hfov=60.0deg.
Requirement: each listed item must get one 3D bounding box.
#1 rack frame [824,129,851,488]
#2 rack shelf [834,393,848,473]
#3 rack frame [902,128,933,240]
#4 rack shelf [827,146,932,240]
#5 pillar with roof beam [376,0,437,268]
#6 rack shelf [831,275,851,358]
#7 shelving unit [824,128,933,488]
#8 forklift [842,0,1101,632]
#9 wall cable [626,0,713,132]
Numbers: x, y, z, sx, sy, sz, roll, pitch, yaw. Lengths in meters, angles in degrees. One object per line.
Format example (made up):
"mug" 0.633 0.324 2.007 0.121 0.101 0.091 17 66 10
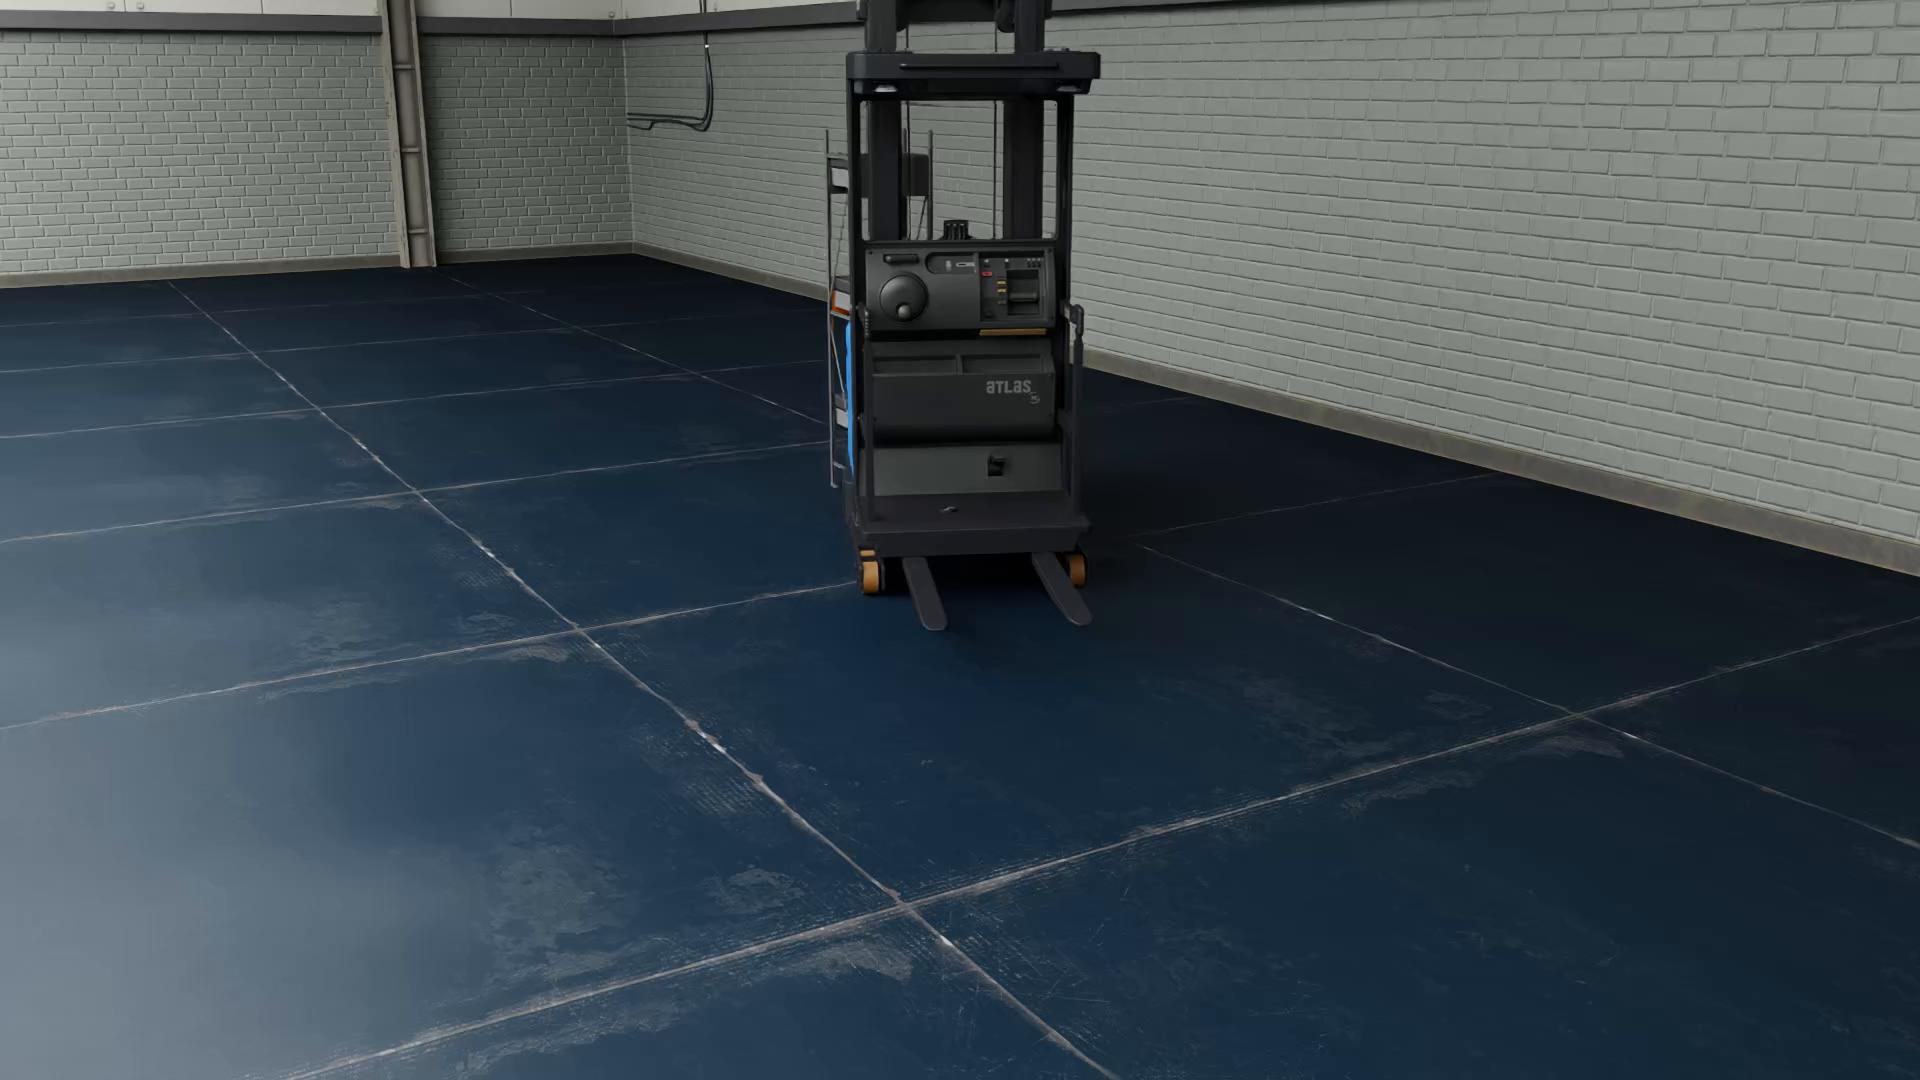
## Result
"rack frame" -0.689 -1.298 9.645 0.015 2.100 0.400 -7 17 -25
"rack shelf" -0.470 -0.638 9.938 0.480 0.518 0.431 -7 17 -25
"rack frame" -0.248 -1.353 9.848 0.015 2.100 0.400 -7 17 -25
"rack shelf" -0.467 -1.987 9.562 0.480 0.518 0.431 -7 17 -25
"pillar with roof beam" -4.813 -6.894 16.831 0.400 9.000 9.100 -9 18 -30
"rack shelf" -0.469 -1.312 9.750 0.480 0.518 0.431 -7 17 -25
"shelving unit" -0.469 -1.326 9.746 0.503 2.100 0.431 -7 17 -25
"forklift" 0.032 -1.246 7.924 1.130 2.935 3.031 -2 16 -6
"wall cable" -3.824 -6.498 21.173 0.112 2.526 3.097 -9 18 -30
